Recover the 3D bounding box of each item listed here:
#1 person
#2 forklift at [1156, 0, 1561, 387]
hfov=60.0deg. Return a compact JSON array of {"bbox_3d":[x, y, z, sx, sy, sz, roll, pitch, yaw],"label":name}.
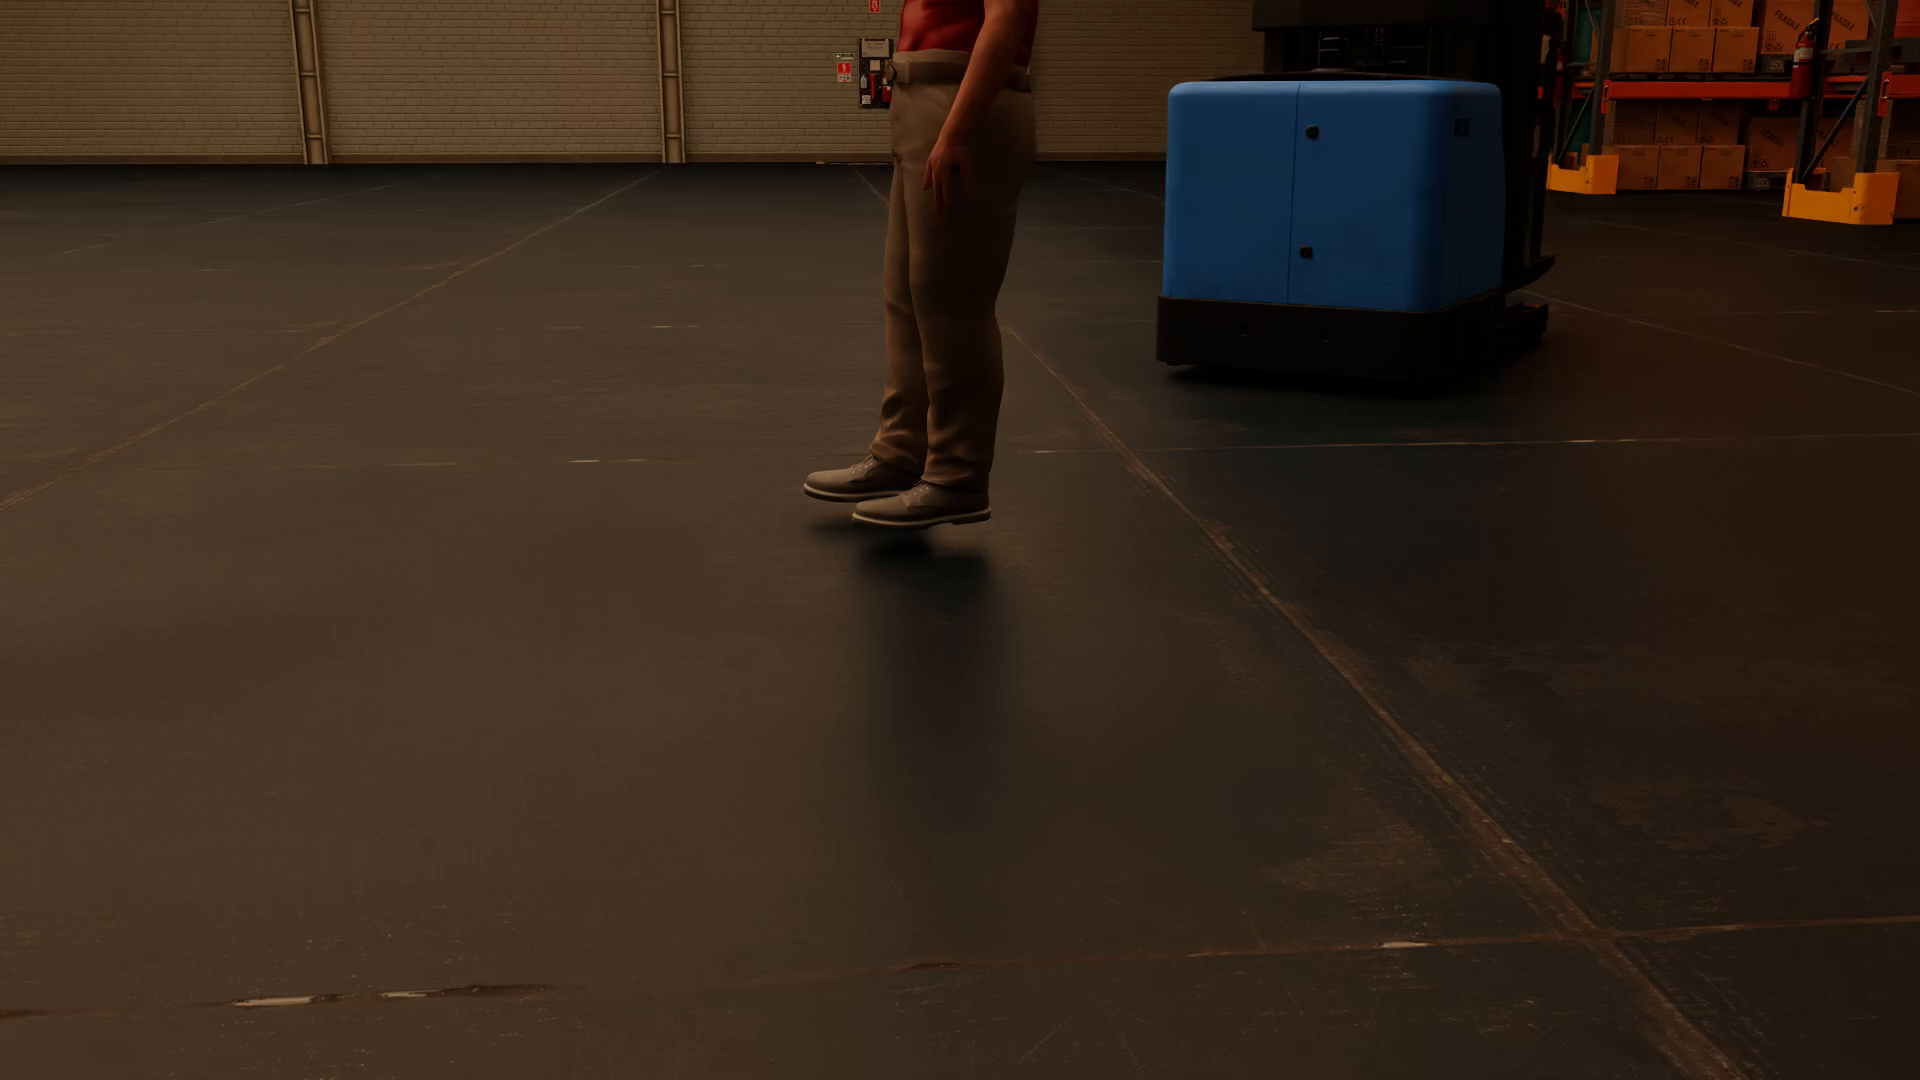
[{"bbox_3d":[-0.091,-0.884,3.706,0.550,1.727,0.641,-1,15,-5],"label":"person"},{"bbox_3d":[1.901,-2.283,6.856,1.130,2.935,3.031,8,17,29],"label":"forklift"}]
